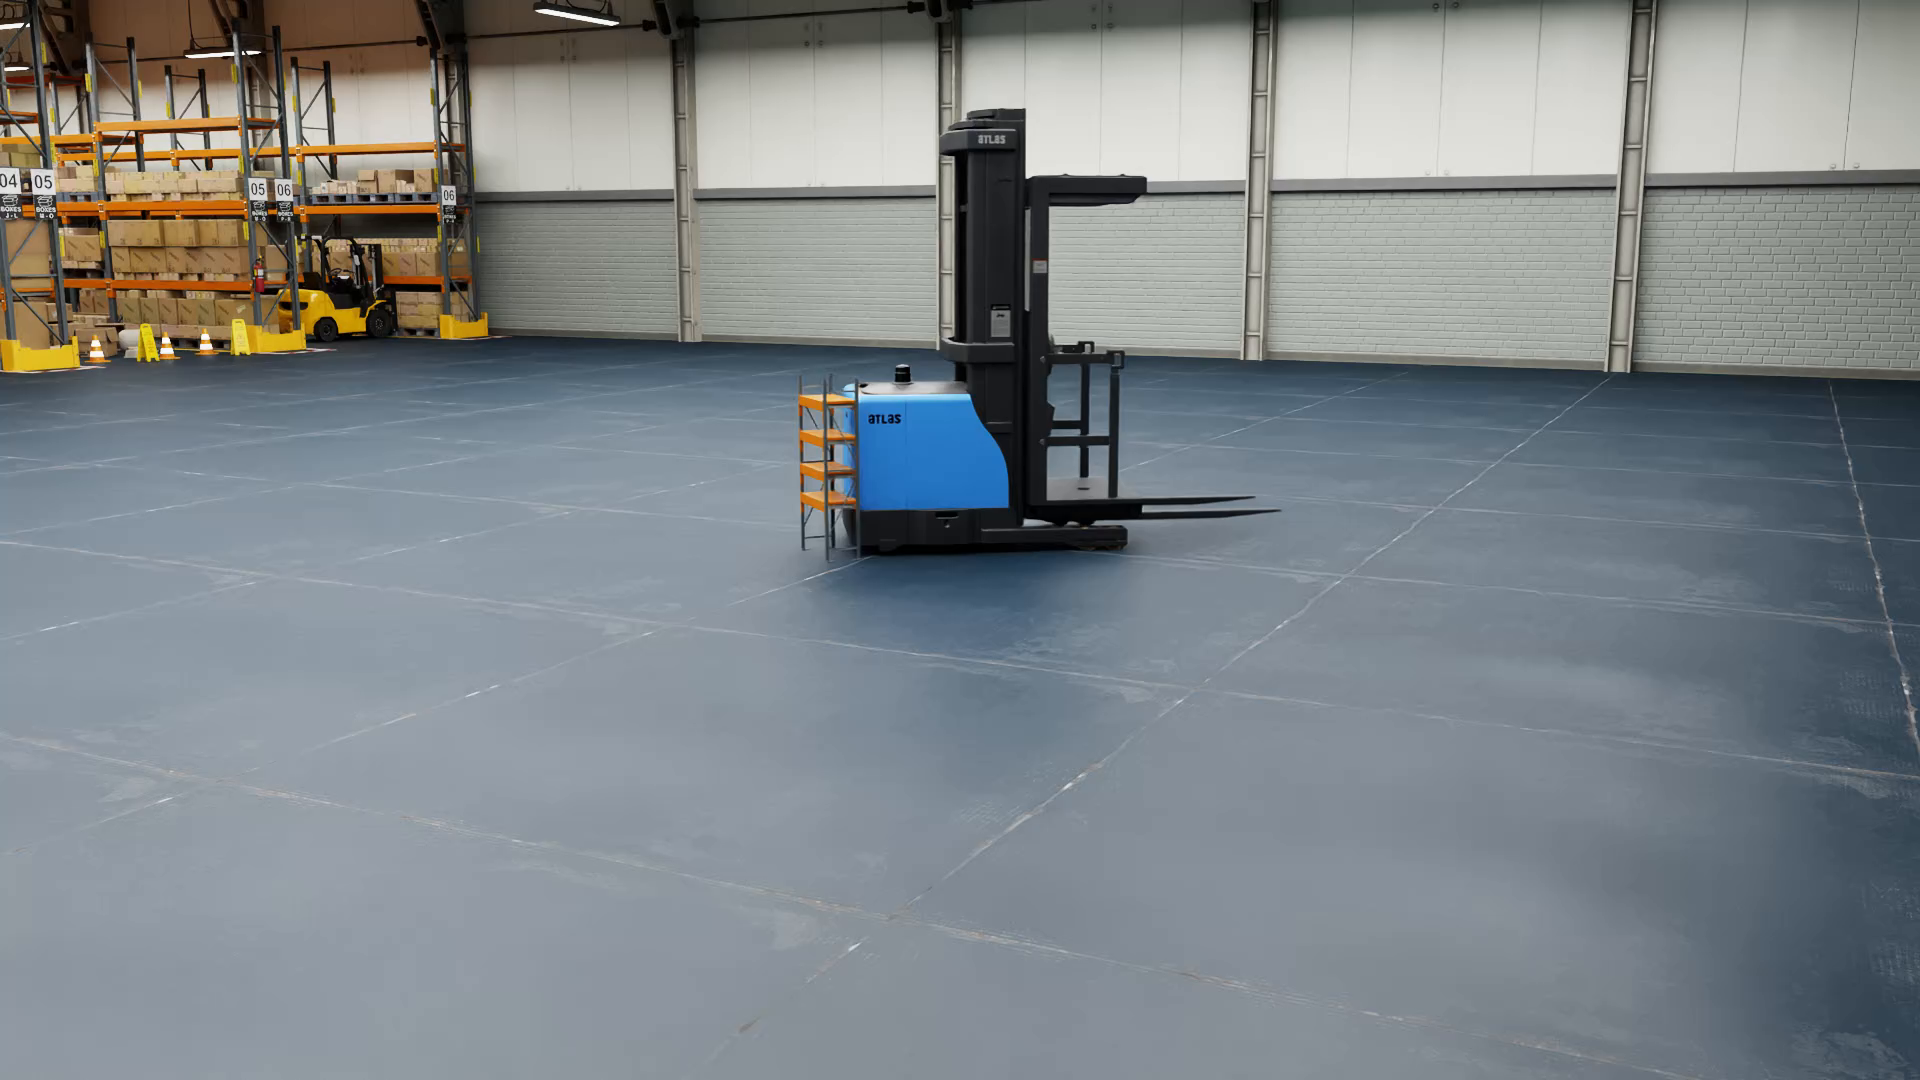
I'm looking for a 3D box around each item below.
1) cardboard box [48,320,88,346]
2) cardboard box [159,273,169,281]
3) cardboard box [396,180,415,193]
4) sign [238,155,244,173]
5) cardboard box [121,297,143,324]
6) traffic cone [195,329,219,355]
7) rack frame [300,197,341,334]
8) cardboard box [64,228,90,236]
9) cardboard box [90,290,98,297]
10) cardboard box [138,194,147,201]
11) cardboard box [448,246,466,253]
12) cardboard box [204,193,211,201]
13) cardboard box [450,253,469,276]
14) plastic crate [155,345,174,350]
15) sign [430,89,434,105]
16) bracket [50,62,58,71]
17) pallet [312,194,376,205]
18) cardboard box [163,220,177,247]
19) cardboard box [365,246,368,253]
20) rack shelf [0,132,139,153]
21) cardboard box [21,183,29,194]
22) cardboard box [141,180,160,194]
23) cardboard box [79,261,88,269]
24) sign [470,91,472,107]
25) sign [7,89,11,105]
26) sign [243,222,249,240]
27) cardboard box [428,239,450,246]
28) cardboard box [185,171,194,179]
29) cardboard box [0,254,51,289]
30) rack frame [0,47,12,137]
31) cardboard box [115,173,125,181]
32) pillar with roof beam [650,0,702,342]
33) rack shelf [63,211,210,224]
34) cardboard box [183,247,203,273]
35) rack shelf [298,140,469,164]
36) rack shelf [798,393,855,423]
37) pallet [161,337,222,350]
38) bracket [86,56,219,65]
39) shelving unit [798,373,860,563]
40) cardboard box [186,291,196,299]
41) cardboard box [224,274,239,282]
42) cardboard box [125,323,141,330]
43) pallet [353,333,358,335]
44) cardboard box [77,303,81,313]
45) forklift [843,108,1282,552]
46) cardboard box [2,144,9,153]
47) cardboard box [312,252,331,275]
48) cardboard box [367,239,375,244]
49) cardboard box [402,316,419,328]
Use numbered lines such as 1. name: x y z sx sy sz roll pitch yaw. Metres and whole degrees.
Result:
1. cardboard box: -16.477 -3.723 30.508 0.503 0.637 0.797 5 11 26
2. cardboard box: -15.243 -5.092 32.145 0.250 0.149 0.380 5 11 26
3. cardboard box: -11.852 -7.574 35.650 0.258 0.266 0.396 5 11 26
4. sign: -13.203 -6.903 30.540 0.005 0.325 0.100 5 11 26
5. cardboard box: -16.117 -4.527 32.754 0.500 0.500 0.500 6 12 29
6. traffic cone: -13.896 -3.658 30.642 0.334 0.463 0.336 5 11 26
7. rack frame: -14.334 -6.187 37.490 0.127 3.000 1.000 5 11 26
8. cardboard box: -17.664 -6.167 33.268 0.250 0.149 0.380 5 11 24
9. cardboard box: -21.022 -6.033 40.658 0.250 0.149 0.380 5 11 24
10. cardboard box: -15.668 -6.625 32.194 0.250 0.149 0.380 5 12 28
11. cardboard box: -10.936 -6.308 36.059 0.250 0.149 0.380 5 11 24
12. cardboard box: -14.042 -6.486 31.425 0.250 0.149 0.380 5 11 26
13. cardboard box: -11.068 -6.004 36.201 0.500 0.500 0.500 5 12 28
14. plastic crate: -15.482 -3.702 31.961 0.583 0.080 0.402 1 10 6
15. sign: -11.000 -9.236 34.652 0.005 0.325 0.100 5 11 26
16. bracket: -22.263 -11.715 41.085 0.430 0.232 0.235 5 11 26
17. pallet: -13.557 -7.556 36.883 1.213 0.211 1.003 5 11 26
18. cardboard box: -14.834 -5.898 31.970 0.500 0.500 0.700 5 11 25
19. cardboard box: -12.787 -6.363 36.362 0.250 0.149 0.380 5 11 25
20. rack shelf: -18.320 -7.952 33.545 4.000 0.370 1.077 5 11 26
21. cardboard box: -18.733 -7.120 33.935 0.637 0.503 0.797 5 11 26
22. cardboard box: -15.343 -6.783 31.949 0.500 0.250 0.500 5 11 26
23. cardboard box: -17.339 -5.497 33.204 0.250 0.149 0.380 5 11 24
24. sign: -10.496 -9.449 35.604 0.005 0.325 0.100 5 11 26
25. sign: -19.883 -9.247 34.709 0.005 0.325 0.100 5 11 26
26. sign: -13.203 -5.717 30.755 0.005 0.325 0.100 5 11 26
27. cardboard box: -11.161 -6.381 35.626 0.250 0.149 0.380 5 11 26
28. cardboard box: -14.469 -6.920 31.585 0.250 0.149 0.380 5 11 24
29. cardboard box: -15.392 -4.376 27.063 0.550 0.550 0.875 5 11 26
30. rack frame: -20.114 -8.661 34.316 0.127 3.000 1.000 5 11 26
31. cardboard box: -16.143 -7.046 32.280 0.250 0.149 0.380 5 12 28
32. pillar with roof beam: -7.496 -7.862 29.902 0.548 9.000 9.100 5 11 26
33. rack shelf: -19.715 -7.781 39.900 4.000 0.370 1.077 5 11 26
34. cardboard box: -14.442 -5.353 31.768 0.500 0.500 0.500 5 11 26
35. rack shelf: -12.540 -8.430 36.185 4.000 0.370 1.077 5 11 26
36. rack shelf: -0.872 -0.877 10.998 0.258 0.148 0.480 -5 11 -24
37. pallet: -14.811 -3.878 32.566 1.213 0.211 1.003 5 11 26
38. bracket: -19.193 -11.445 39.594 4.783 0.066 0.076 5 11 26
39. shelving unit: -0.872 -0.490 11.068 0.258 1.200 0.503 -5 11 -24
40. cardboard box: -14.592 -4.701 31.898 0.250 0.149 0.380 6 12 28
41. cardboard box: -13.646 -4.952 31.376 0.250 0.149 0.380 5 11 25
42. cardboard box: -16.117 -4.158 32.821 0.500 0.250 0.500 4 11 23
43. pallet: -13.639 -4.745 37.355 1.213 0.211 1.003 5 11 26
44. cardboard box: -21.996 -5.790 41.672 0.500 0.311 0.500 5 12 28
45. forklift: 0.714 -1.457 11.552 3.031 2.935 1.130 -1 10 -7
46. cardboard box: -15.422 -6.377 27.129 0.250 0.149 0.380 5 11 26
47. cardboard box: -14.051 -6.159 37.058 0.500 0.500 0.500 5 11 24
48. cardboard box: -12.757 -6.523 36.413 0.250 0.149 0.380 5 11 26
49. cardboard box: -11.750 -4.752 36.107 0.500 0.250 0.500 5 11 26
